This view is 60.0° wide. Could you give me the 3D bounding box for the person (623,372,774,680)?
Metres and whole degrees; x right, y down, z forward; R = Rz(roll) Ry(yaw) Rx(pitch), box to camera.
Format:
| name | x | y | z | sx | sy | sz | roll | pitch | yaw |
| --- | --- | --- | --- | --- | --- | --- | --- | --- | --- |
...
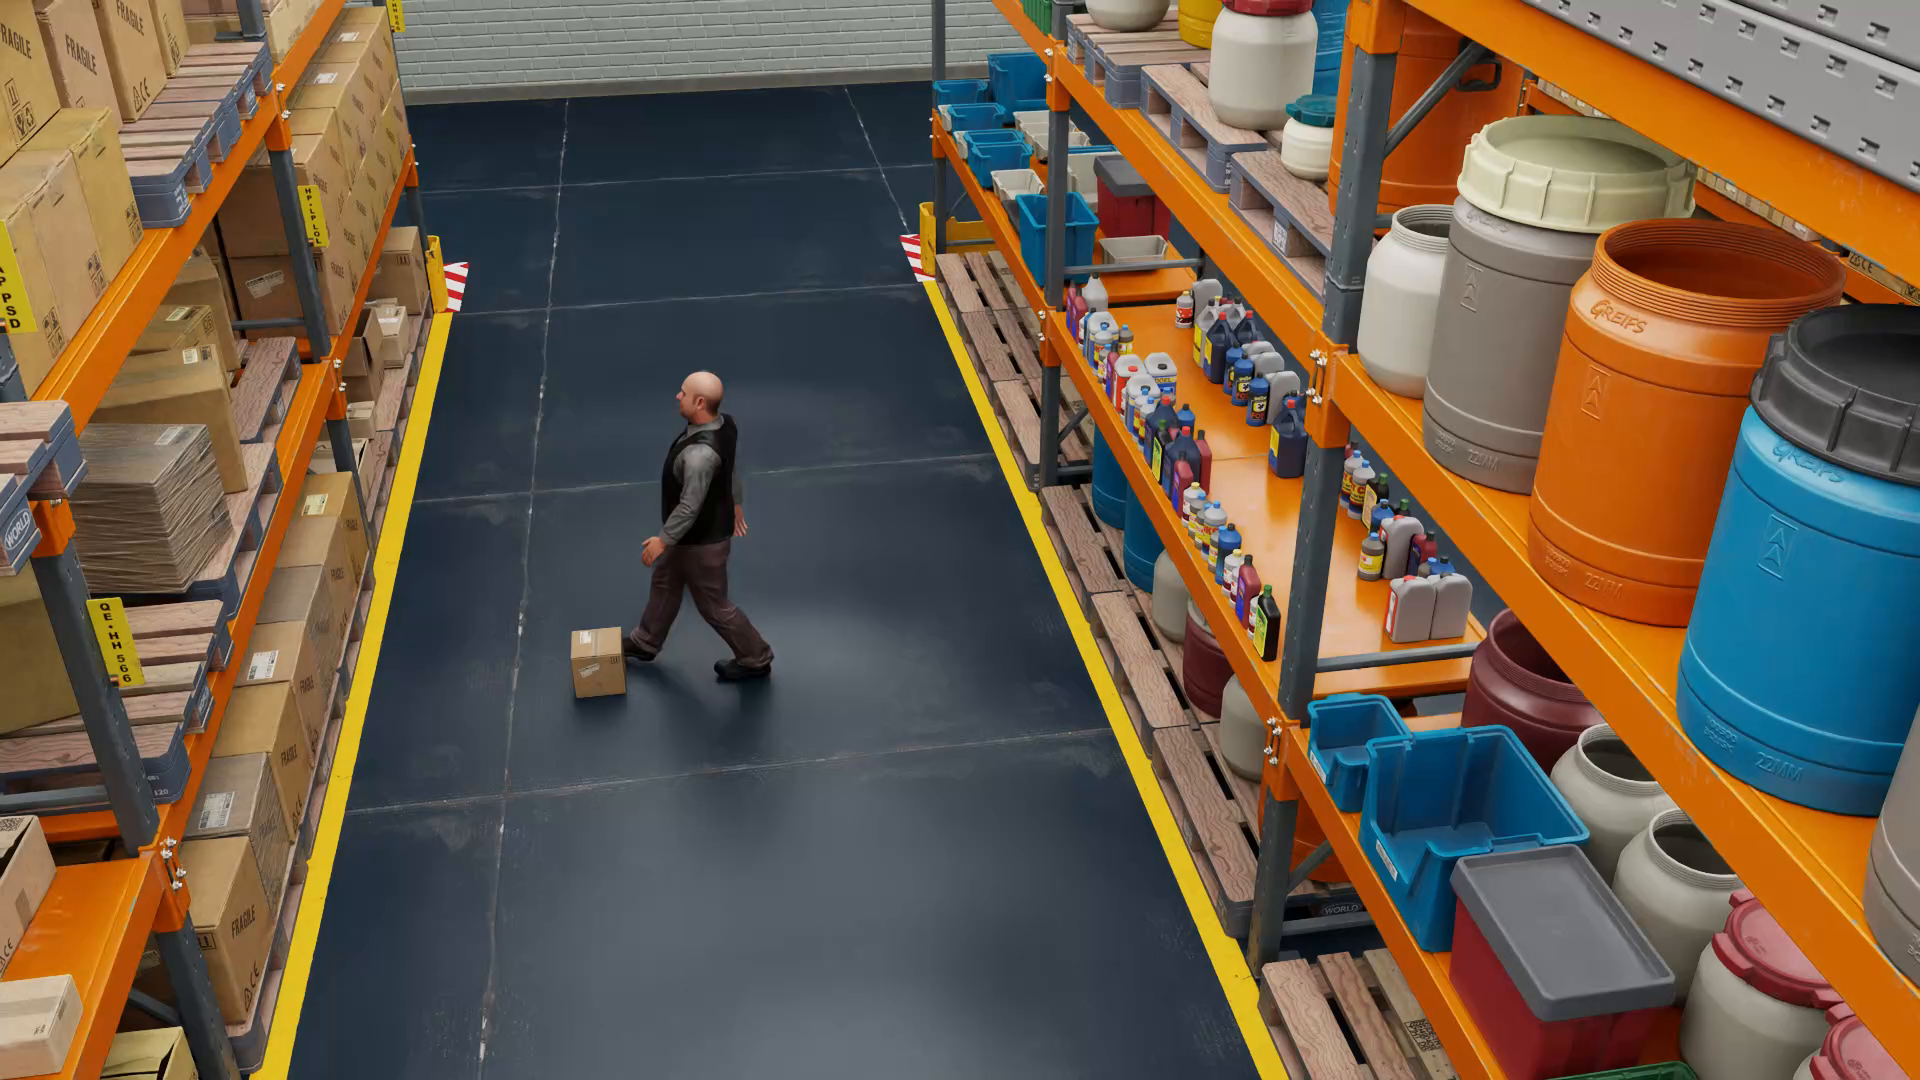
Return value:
| name | x | y | z | sx | sy | sz | roll | pitch | yaw |
| --- | --- | --- | --- | --- | --- | --- | --- | --- | --- |
| person | -1.424 | -0.040 | 8.249 | 0.925 | 1.679 | 0.585 | -1 | 31 | -2 |
